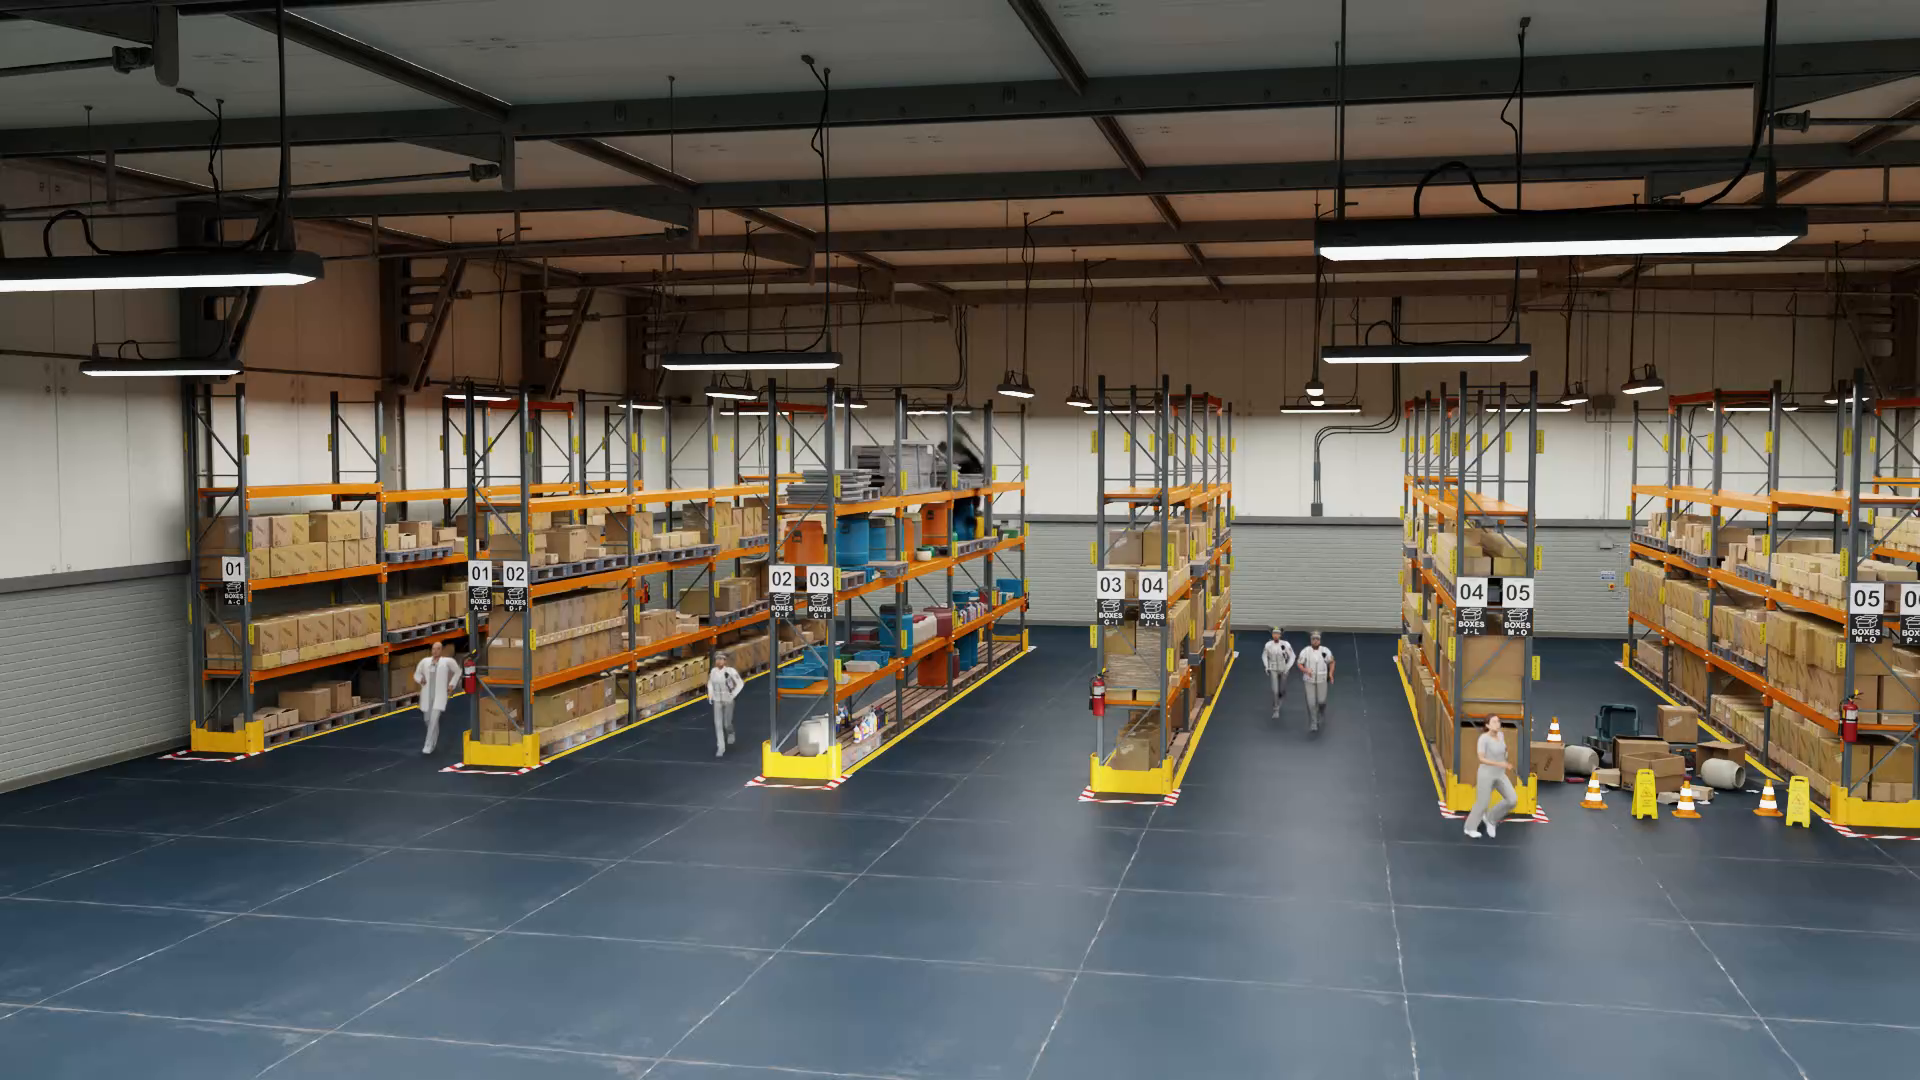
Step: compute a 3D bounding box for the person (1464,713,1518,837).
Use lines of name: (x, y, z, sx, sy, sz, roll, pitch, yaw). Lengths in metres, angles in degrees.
person: (6.714, 2.973, 20.929, 0.583, 1.620, 0.787, -1, 4, -23)

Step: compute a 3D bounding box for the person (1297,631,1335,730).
person: (6.252, 2.466, 29.178, 0.658, 1.743, 0.565, 1, 3, 9)

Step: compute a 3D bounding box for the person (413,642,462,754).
person: (-8.530, 2.540, 27.072, 0.736, 1.755, 0.995, 0, 3, 0)

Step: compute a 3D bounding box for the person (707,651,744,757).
person: (-3.802, 2.640, 26.986, 0.628, 1.708, 0.663, 1, 3, 11)

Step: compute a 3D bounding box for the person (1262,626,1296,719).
person: (5.887, 2.419, 30.729, 0.621, 1.699, 0.680, 1, 3, 14)
